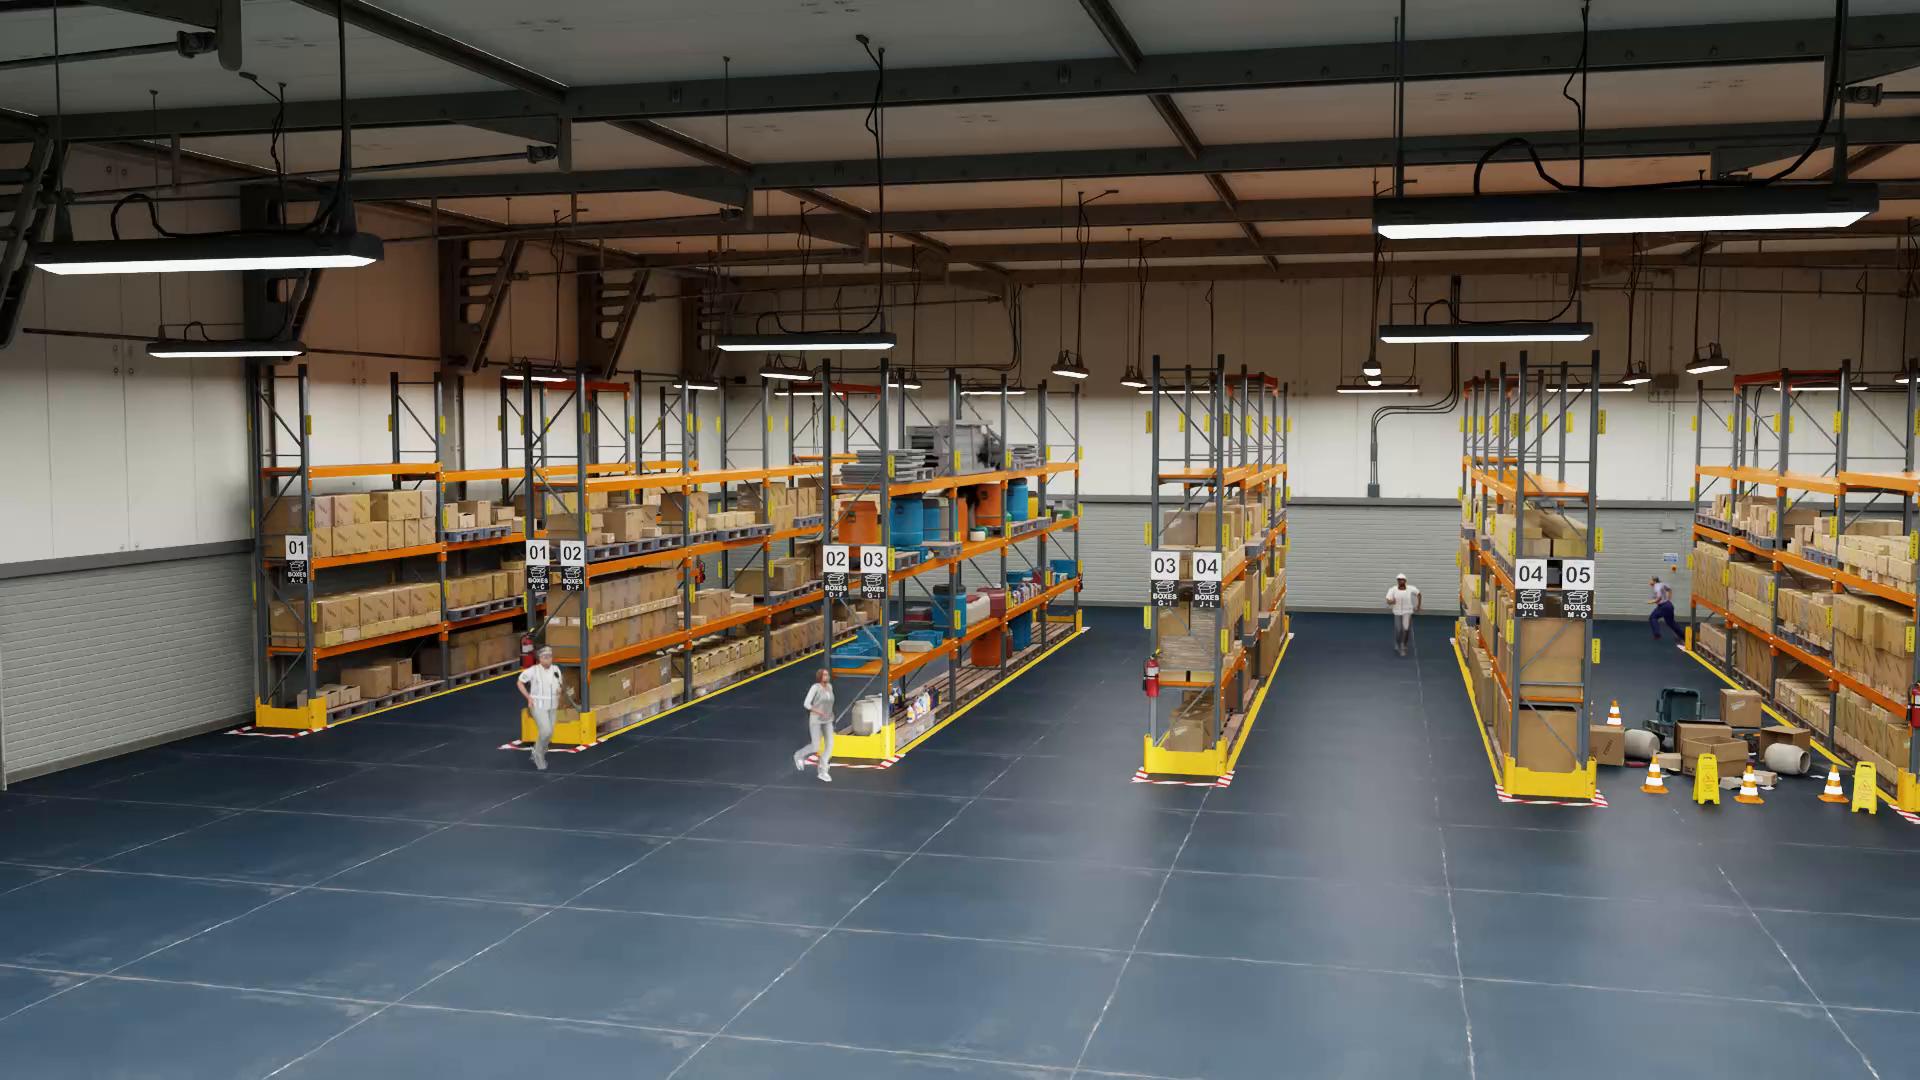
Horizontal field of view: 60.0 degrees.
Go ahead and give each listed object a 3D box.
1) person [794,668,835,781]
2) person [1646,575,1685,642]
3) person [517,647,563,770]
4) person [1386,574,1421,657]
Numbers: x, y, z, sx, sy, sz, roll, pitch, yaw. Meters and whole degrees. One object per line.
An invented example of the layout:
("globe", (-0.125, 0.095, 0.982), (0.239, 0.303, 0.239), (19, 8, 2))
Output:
("person", (-1.996, 2.592, 23.605), (0.554, 1.572, 0.757), (-4, 5, -44))
("person", (16.312, 1.615, 38.371), (0.890, 1.557, 0.601), (2, 4, 25))
("person", (-6.086, 2.465, 24.339), (0.670, 1.830, 0.645), (3, 5, 41))
("person", (9.651, 1.631, 36.219), (0.711, 1.816, 0.893), (2, 4, 21))
